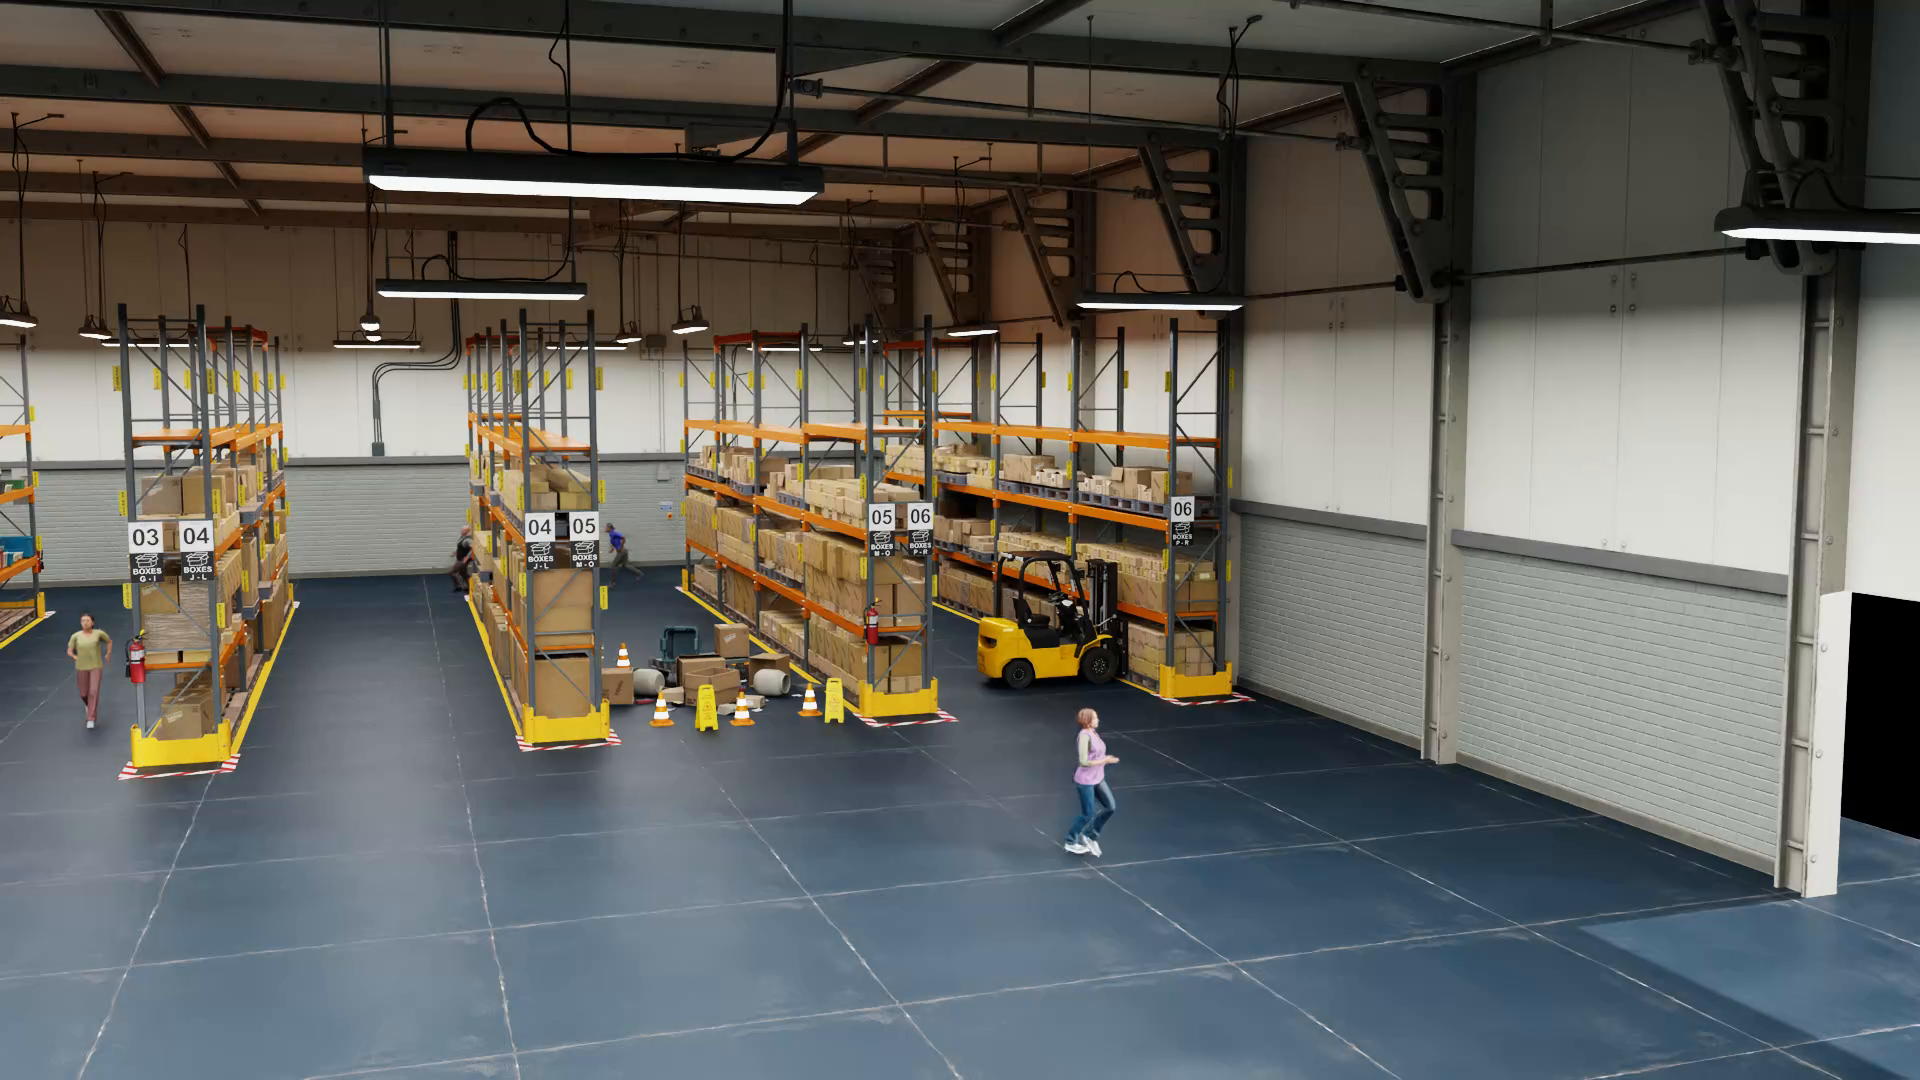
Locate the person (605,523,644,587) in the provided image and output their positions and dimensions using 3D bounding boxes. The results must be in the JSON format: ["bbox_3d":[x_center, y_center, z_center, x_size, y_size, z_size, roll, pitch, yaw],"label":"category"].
[{"bbox_3d":[-8.224,0.373,40.769,0.969,1.628,0.607,-3,6,-25],"label":"person"}]

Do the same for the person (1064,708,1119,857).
[{"bbox_3d":[1.396,2.555,17.488,0.625,1.604,0.513,3,6,26],"label":"person"}]

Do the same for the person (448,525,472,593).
[{"bbox_3d":[-11.790,0.467,39.436,0.681,1.668,0.780,-1,6,-11],"label":"person"}]

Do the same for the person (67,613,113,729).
[{"bbox_3d":[-12.692,1.879,24.264,0.592,1.633,0.970,-2,6,-23],"label":"person"}]
